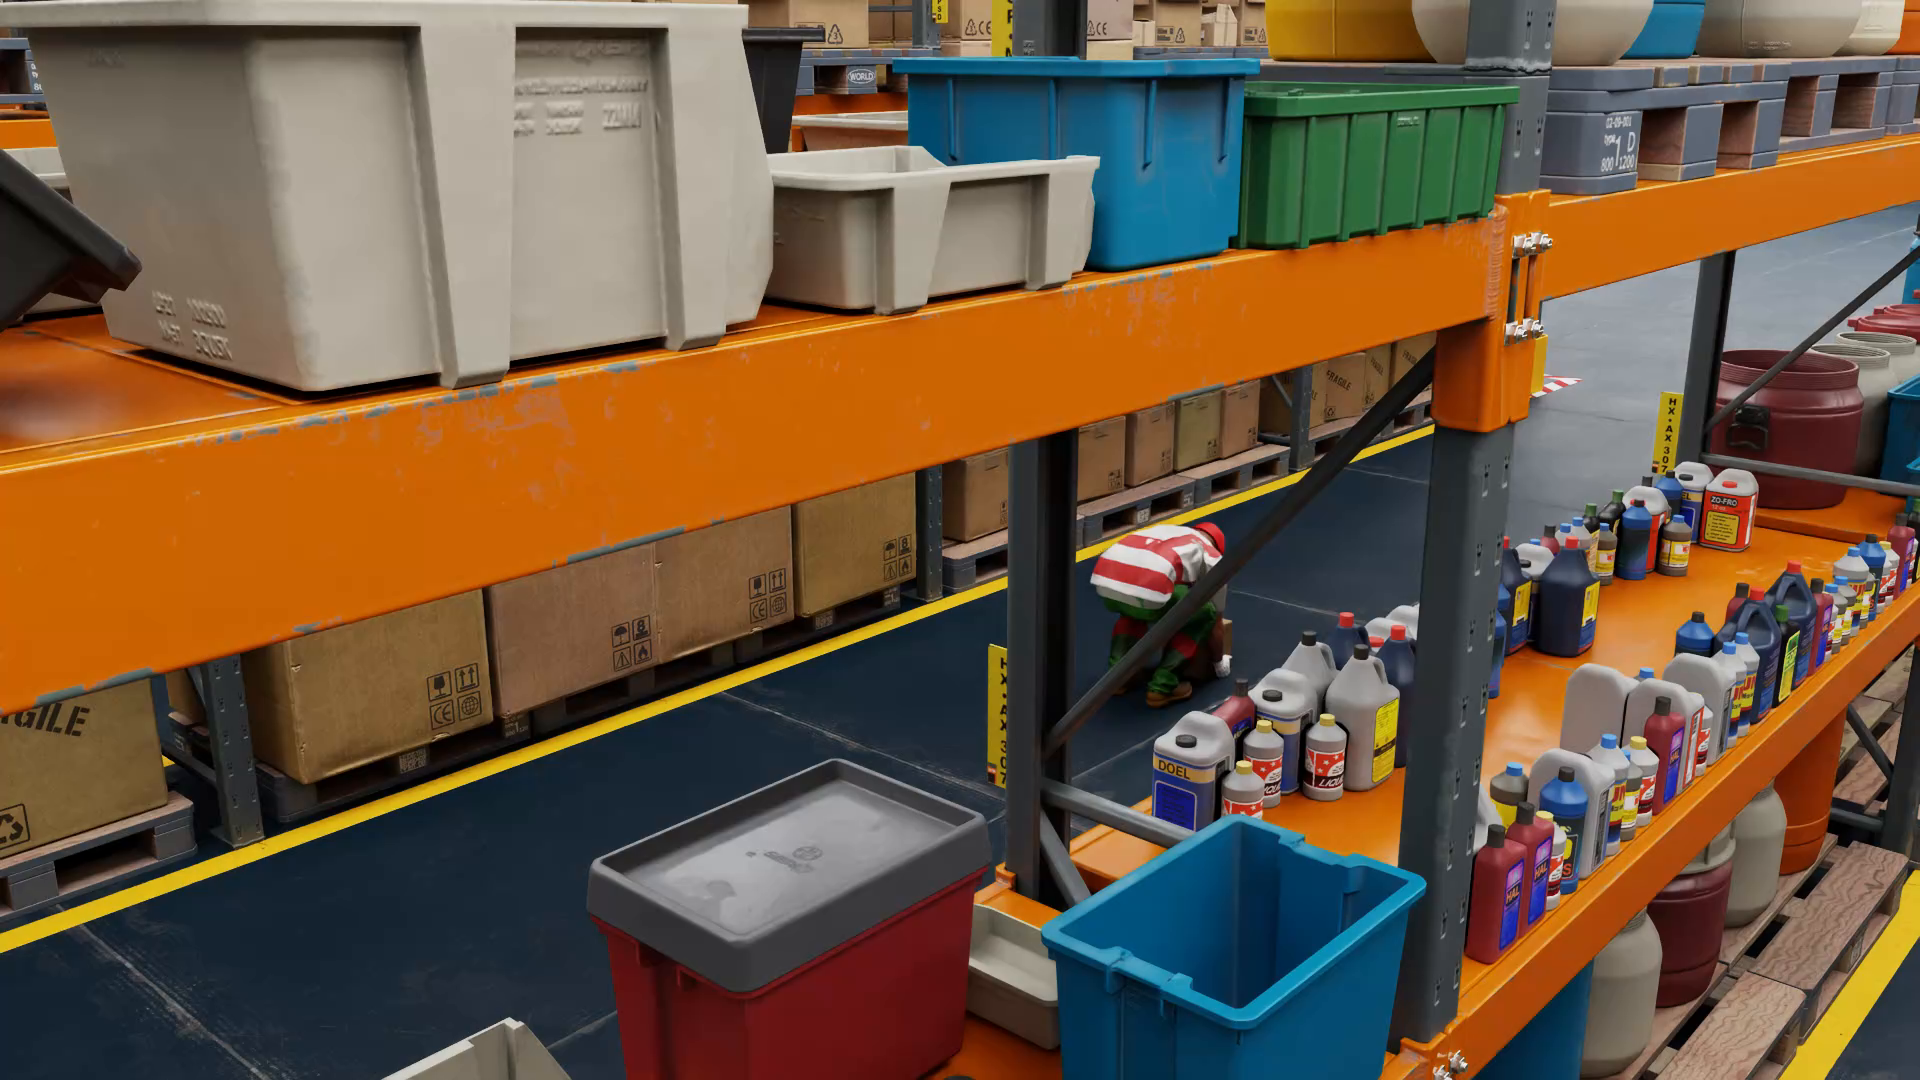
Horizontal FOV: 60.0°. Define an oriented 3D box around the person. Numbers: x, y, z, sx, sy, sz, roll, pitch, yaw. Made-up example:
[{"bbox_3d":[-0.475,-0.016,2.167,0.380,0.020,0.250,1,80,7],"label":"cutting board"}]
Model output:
[{"bbox_3d":[1.013,0.335,8.114,0.530,0.844,0.966,14,21,38],"label":"person"}]
